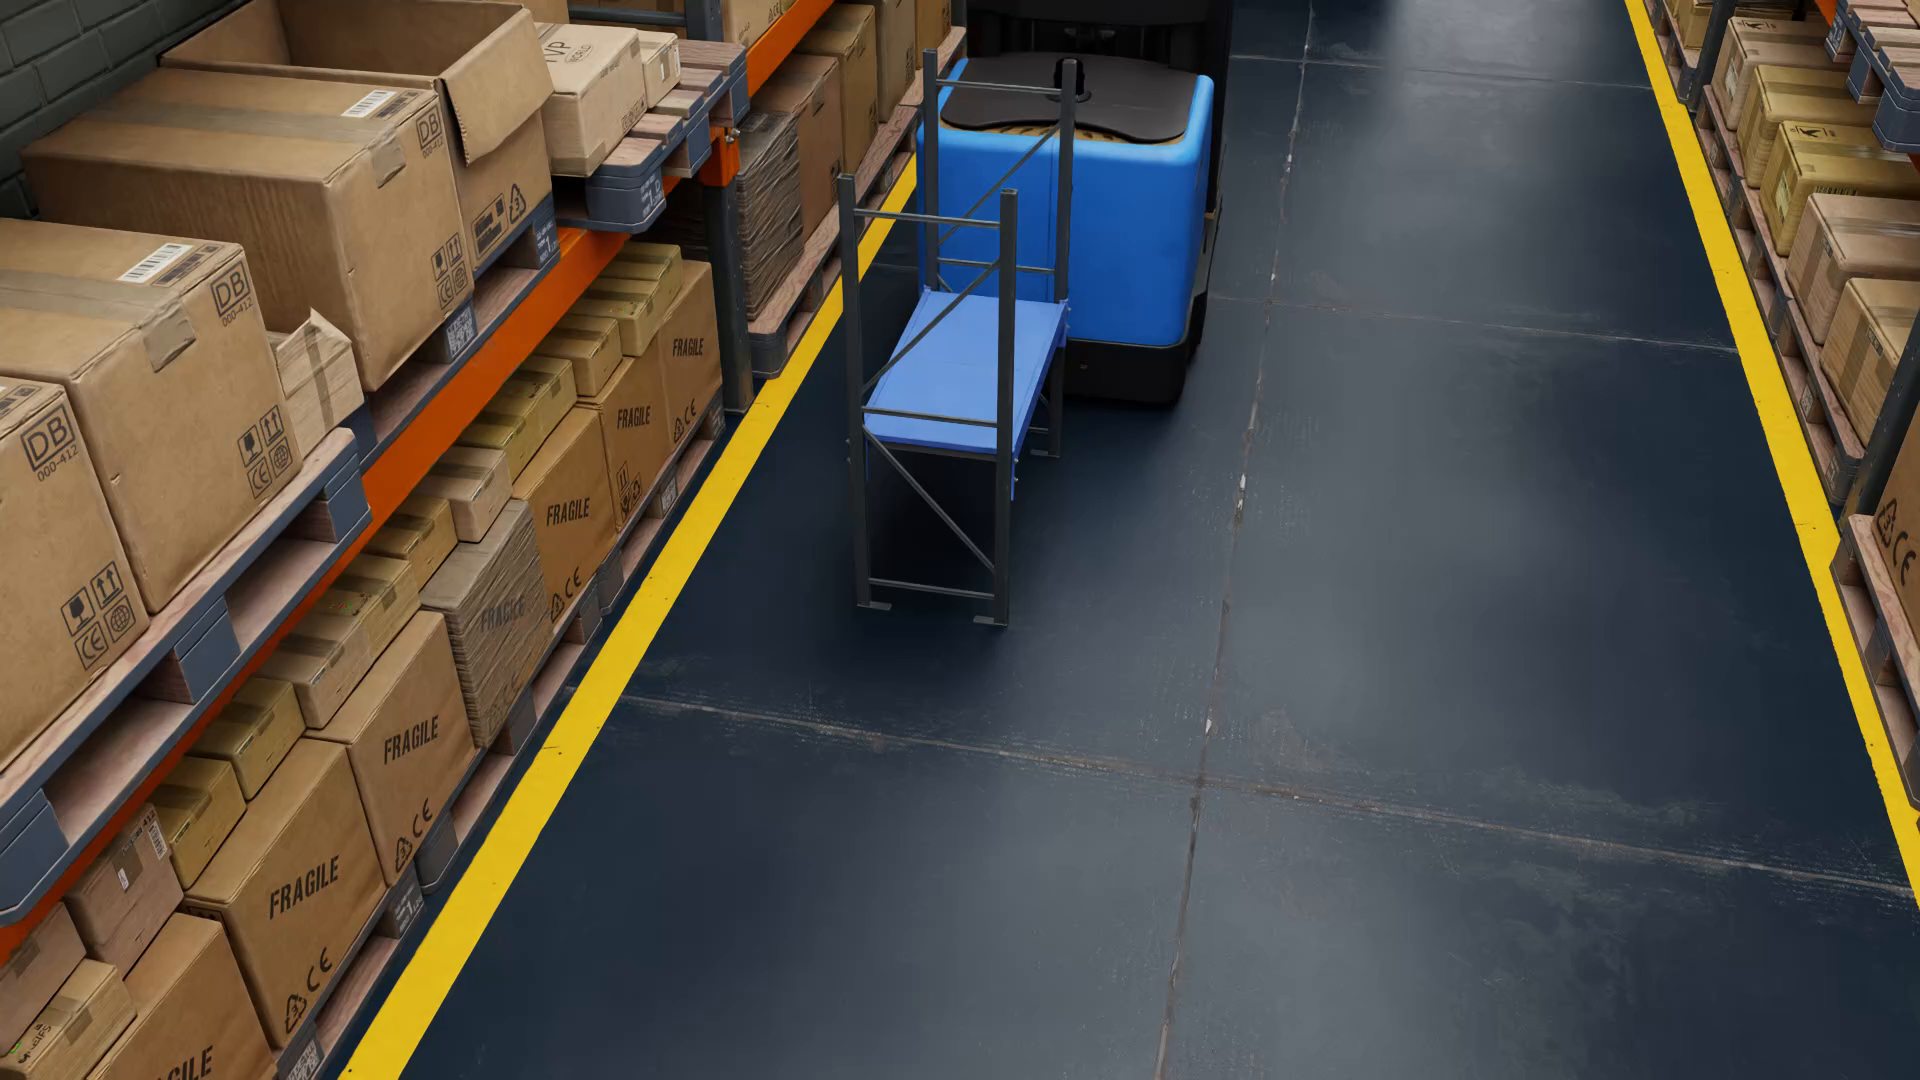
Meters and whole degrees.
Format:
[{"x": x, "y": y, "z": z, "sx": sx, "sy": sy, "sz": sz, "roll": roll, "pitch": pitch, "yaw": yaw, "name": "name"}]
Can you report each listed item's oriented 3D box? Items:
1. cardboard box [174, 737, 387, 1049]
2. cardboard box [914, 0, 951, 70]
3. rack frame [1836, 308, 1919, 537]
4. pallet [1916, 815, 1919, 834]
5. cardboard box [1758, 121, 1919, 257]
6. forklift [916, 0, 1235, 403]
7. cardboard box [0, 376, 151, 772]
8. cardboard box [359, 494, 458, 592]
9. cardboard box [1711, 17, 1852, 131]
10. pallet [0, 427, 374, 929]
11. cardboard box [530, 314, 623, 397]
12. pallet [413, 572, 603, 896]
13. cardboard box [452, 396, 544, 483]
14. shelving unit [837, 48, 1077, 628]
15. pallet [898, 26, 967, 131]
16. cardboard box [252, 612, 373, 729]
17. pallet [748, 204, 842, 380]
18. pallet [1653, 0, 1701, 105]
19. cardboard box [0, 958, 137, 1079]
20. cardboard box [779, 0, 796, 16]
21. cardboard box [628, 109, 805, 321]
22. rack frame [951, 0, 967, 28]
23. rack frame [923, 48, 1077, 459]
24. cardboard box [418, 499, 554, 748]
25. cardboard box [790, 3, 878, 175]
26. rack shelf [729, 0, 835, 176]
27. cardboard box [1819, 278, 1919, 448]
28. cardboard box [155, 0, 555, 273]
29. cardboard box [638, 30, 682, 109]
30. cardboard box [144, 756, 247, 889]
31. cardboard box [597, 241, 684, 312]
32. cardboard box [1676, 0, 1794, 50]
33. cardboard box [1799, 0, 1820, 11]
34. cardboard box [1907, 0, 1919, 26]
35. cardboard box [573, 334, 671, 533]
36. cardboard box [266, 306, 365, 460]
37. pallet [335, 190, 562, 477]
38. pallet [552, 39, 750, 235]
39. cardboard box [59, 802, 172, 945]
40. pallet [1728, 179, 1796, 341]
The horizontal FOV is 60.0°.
[{"x": -1.732, "y": 0.790, "z": 3.877, "sx": 0.500, "sy": 0.500, "sz": 0.500, "roll": 7, "pitch": 36, "yaw": 9, "name": "cardboard box"}, {"x": -0.551, "y": -2.991, "z": 8.987, "sx": 0.875, "sy": 0.625, "sz": 0.625, "roll": 9, "pitch": 37, "yaw": 12, "name": "cardboard box"}, {"x": 3.545, "y": -1.170, "z": 4.808, "sx": 1.000, "sy": 3.000, "sz": 0.127, "roll": 7, "pitch": 37, "yaw": 10, "name": "rack frame"}, {"x": 3.041, "y": 1.099, "z": 4.054, "sx": 1.003, "sy": 0.211, "sz": 1.213, "roll": 7, "pitch": 37, "yaw": 10, "name": "pallet"}, {"x": 3.993, "y": -1.457, "z": 7.085, "sx": 0.950, "sy": 0.372, "sz": 0.625, "roll": 8, "pitch": 37, "yaw": 12, "name": "cardboard box"}, {"x": 0.618, "y": -2.572, "z": 6.801, "sx": 1.130, "sy": 2.935, "sz": 3.031, "roll": 7, "pitch": 36, "yaw": 9, "name": "forklift"}, {"x": -1.837, "y": 0.043, "z": 2.691, "sx": 0.700, "sy": 0.500, "sz": 0.500, "roll": 8, "pitch": 37, "yaw": 11, "name": "cardboard box"}, {"x": -1.575, "y": -0.005, "z": 4.420, "sx": 0.380, "sy": 0.149, "sz": 0.250, "roll": 7, "pitch": 37, "yaw": 10, "name": "cardboard box"}, {"x": 4.290, "y": -2.268, "z": 8.205, "sx": 0.950, "sy": 0.372, "sz": 0.625, "roll": 8, "pitch": 37, "yaw": 11, "name": "cardboard box"}, {"x": -1.882, "y": 0.136, "z": 3.169, "sx": 1.003, "sy": 0.211, "sz": 1.213, "roll": 7, "pitch": 37, "yaw": 10, "name": "pallet"}, {"x": -1.290, "y": -0.590, "z": 5.227, "sx": 0.380, "sy": 0.149, "sz": 0.250, "roll": 6, "pitch": 36, "yaw": 8, "name": "cardboard box"}, {"x": -1.764, "y": 0.460, "z": 4.936, "sx": 1.003, "sy": 0.211, "sz": 1.213, "roll": 7, "pitch": 37, "yaw": 10, "name": "pallet"}, {"x": -1.443, "y": -0.301, "z": 4.829, "sx": 0.380, "sy": 0.149, "sz": 0.250, "roll": 7, "pitch": 36, "yaw": 9, "name": "cardboard box"}, {"x": 0.018, "y": -0.656, "z": 5.377, "sx": 0.538, "sy": 1.500, "sz": 1.048, "roll": 7, "pitch": 37, "yaw": 10, "name": "shelving unit"}, {"x": -0.569, "y": -2.527, "z": 9.057, "sx": 1.003, "sy": 0.211, "sz": 1.213, "roll": 7, "pitch": 37, "yaw": 10, "name": "pallet"}, {"x": -1.660, "y": 0.296, "z": 4.005, "sx": 0.380, "sy": 0.149, "sz": 0.250, "roll": 7, "pitch": 37, "yaw": 10, "name": "cardboard box"}, {"x": -1.091, "y": -1.128, "z": 7.127, "sx": 1.003, "sy": 0.211, "sz": 1.213, "roll": 7, "pitch": 37, "yaw": 10, "name": "pallet"}, {"x": 4.509, "y": -2.724, "z": 9.328, "sx": 1.003, "sy": 0.211, "sz": 1.213, "roll": 7, "pitch": 37, "yaw": 10, "name": "pallet"}, {"x": -1.822, "y": 0.910, "z": 3.158, "sx": 0.380, "sy": 0.149, "sz": 0.250, "roll": 9, "pitch": 37, "yaw": 12, "name": "cardboard box"}, {"x": -0.859, "y": -2.241, "z": 6.414, "sx": 0.500, "sy": 0.250, "sz": 0.500, "roll": 7, "pitch": 36, "yaw": 9, "name": "cardboard box"}, {"x": -1.158, "y": -1.355, "z": 6.729, "sx": 0.875, "sy": 0.625, "sz": 0.625, "roll": 8, "pitch": 37, "yaw": 11, "name": "cardboard box"}, {"x": -0.450, "y": -4.083, "z": 8.828, "sx": 1.000, "sy": 3.000, "sz": 0.127, "roll": 7, "pitch": 37, "yaw": 10, "name": "rack frame"}, {"x": 0.127, "y": -0.948, "z": 5.779, "sx": 0.500, "sy": 1.500, "sz": 0.032, "roll": 7, "pitch": 37, "yaw": 10, "name": "rack frame"}, {"x": -1.504, "y": 0.207, "z": 4.680, "sx": 0.500, "sy": 0.500, "sz": 0.500, "roll": 6, "pitch": 36, "yaw": 8, "name": "cardboard box"}, {"x": -0.882, "y": -2.116, "z": 7.779, "sx": 0.875, "sy": 0.625, "sz": 0.625, "roll": 6, "pitch": 36, "yaw": 8, "name": "cardboard box"}, {"x": -0.877, "y": -2.645, "z": 7.457, "sx": 1.077, "sy": 0.370, "sz": 4.000, "roll": 7, "pitch": 37, "yaw": 10, "name": "rack shelf"}, {"x": 3.676, "y": -0.599, "z": 5.902, "sx": 0.950, "sy": 0.372, "sz": 0.625, "roll": 5, "pitch": 36, "yaw": 7, "name": "cardboard box"}, {"x": -1.472, "y": -1.043, "z": 4.187, "sx": 0.797, "sy": 0.503, "sz": 0.637, "roll": 7, "pitch": 36, "yaw": 9, "name": "cardboard box"}, {"x": -1.070, "y": -1.434, "z": 5.028, "sx": 0.380, "sy": 0.149, "sz": 0.250, "roll": 8, "pitch": 37, "yaw": 11, "name": "cardboard box"}, {"x": -1.795, "y": 0.593, "z": 3.595, "sx": 0.380, "sy": 0.149, "sz": 0.250, "roll": 6, "pitch": 36, "yaw": 8, "name": "cardboard box"}, {"x": -1.163, "y": -0.896, "z": 5.649, "sx": 0.380, "sy": 0.149, "sz": 0.250, "roll": 6, "pitch": 36, "yaw": 8, "name": "cardboard box"}, {"x": 4.263, "y": -2.893, "z": 9.170, "sx": 0.500, "sy": 0.250, "sz": 0.500, "roll": 9, "pitch": 37, "yaw": 12, "name": "cardboard box"}, {"x": 4.790, "y": -3.128, "z": 8.856, "sx": 0.500, "sy": 0.500, "sz": 0.500, "roll": 9, "pitch": 37, "yaw": 12, "name": "cardboard box"}, {"x": 3.382, "y": -1.769, "z": 5.491, "sx": 0.380, "sy": 0.149, "sz": 0.250, "roll": 7, "pitch": 37, "yaw": 10, "name": "cardboard box"}, {"x": -1.302, "y": -0.393, "z": 5.509, "sx": 0.500, "sy": 0.500, "sz": 0.500, "roll": 7, "pitch": 36, "yaw": 9, "name": "cardboard box"}, {"x": -1.487, "y": -0.361, "z": 3.449, "sx": 0.396, "sy": 0.266, "sz": 0.258, "roll": 9, "pitch": 37, "yaw": 12, "name": "cardboard box"}, {"x": -1.715, "y": -0.597, "z": 4.181, "sx": 1.003, "sy": 0.211, "sz": 1.213, "roll": 7, "pitch": 37, "yaw": 10, "name": "pallet"}, {"x": -1.381, "y": -1.315, "z": 5.172, "sx": 1.213, "sy": 0.211, "sz": 1.003, "roll": 7, "pitch": 37, "yaw": 10, "name": "pallet"}, {"x": -1.814, "y": 0.635, "z": 3.284, "sx": 0.380, "sy": 0.149, "sz": 0.250, "roll": 6, "pitch": 36, "yaw": 8, "name": "cardboard box"}, {"x": 3.977, "y": -1.186, "z": 7.207, "sx": 1.003, "sy": 0.211, "sz": 1.213, "roll": 7, "pitch": 37, "yaw": 10, "name": "pallet"}]
